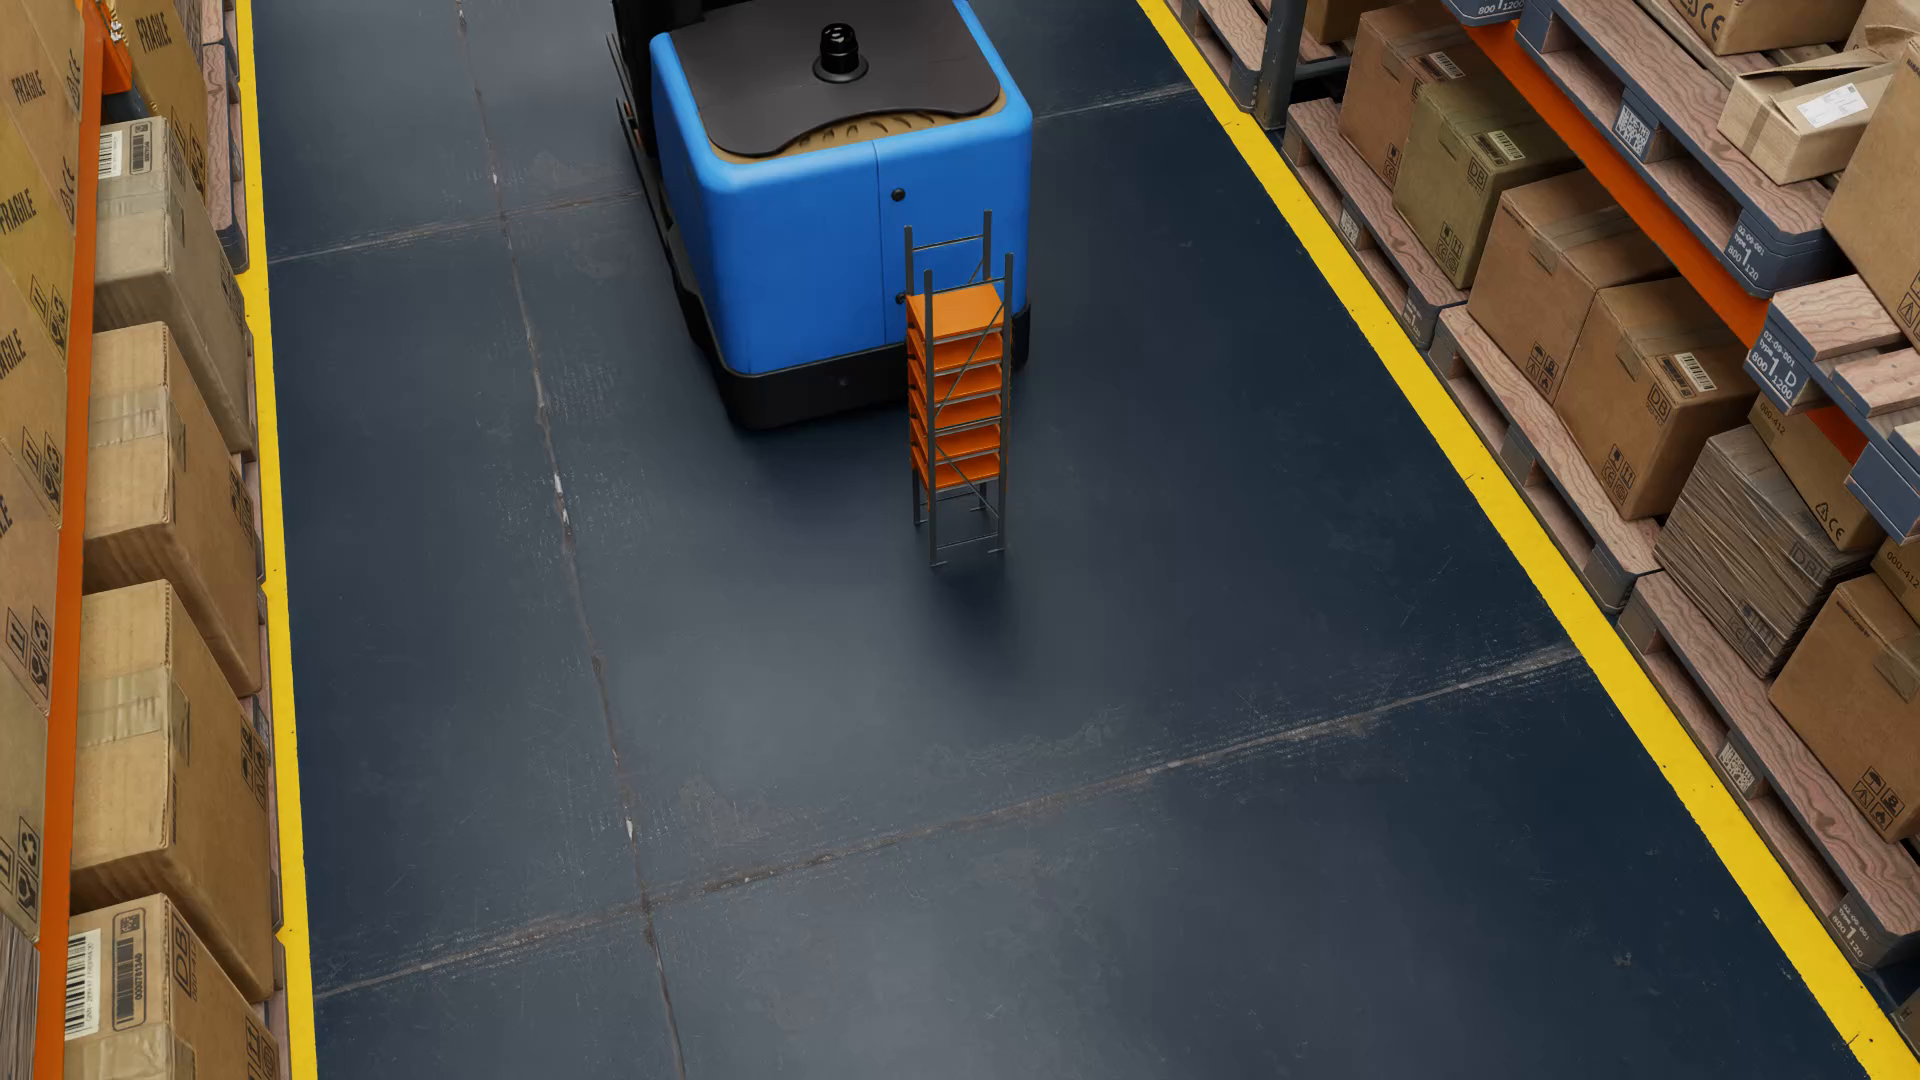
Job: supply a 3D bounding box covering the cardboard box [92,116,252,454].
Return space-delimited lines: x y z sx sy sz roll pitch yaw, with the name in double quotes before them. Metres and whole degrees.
"cardboard box" -2.826 -0.673 5.052 1.050 0.750 0.750 -14 51 -11

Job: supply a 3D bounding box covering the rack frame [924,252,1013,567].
"rack frame" 0.023 -0.330 4.744 0.240 1.200 0.006 -13 51 -11

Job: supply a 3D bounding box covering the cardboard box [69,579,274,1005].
"cardboard box" -2.269 0.712 3.884 1.050 0.750 0.750 -13 51 -10

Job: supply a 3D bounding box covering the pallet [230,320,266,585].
"pallet" -2.796 -0.251 5.323 1.003 0.211 1.213 -13 51 -11

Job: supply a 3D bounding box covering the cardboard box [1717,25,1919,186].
"cardboard box" 2.104 -1.071 4.004 0.396 0.266 0.258 -15 51 -12

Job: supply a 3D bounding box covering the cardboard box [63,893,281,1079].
"cardboard box" -2.007 1.350 3.347 1.050 0.750 0.750 -14 51 -11

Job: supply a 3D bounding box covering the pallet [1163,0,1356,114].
"pallet" 1.440 -2.327 7.074 1.003 0.211 1.213 -13 51 -11

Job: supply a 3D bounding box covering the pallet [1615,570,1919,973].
"pallet" 2.625 0.505 4.686 1.003 0.211 1.213 -13 51 -11

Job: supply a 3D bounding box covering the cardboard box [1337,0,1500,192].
"cardboard box" 1.833 -1.627 6.006 0.700 0.500 0.500 -17 52 -14

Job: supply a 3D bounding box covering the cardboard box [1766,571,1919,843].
"cardboard box" 2.638 0.357 4.334 0.700 0.500 0.500 -16 52 -13

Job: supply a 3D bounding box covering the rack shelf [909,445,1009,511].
"rack shelf" -0.004 -0.214 5.018 0.258 0.103 0.180 -13 51 -11

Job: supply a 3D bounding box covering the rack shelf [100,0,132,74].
"rack shelf" -3.687 -2.925 6.224 1.077 0.370 4.000 -13 51 -11

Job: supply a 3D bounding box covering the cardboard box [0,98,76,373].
"cardboard box" -2.387 -0.669 3.787 0.500 0.500 0.500 -13 51 -11

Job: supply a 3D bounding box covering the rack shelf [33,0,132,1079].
"rack shelf" -2.504 -0.003 3.762 1.077 0.370 4.000 -13 51 -11

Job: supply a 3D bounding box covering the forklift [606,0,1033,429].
"forklift" -0.709 -2.464 5.411 1.130 2.935 3.031 -14 51 -12

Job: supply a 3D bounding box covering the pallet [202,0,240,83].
"pallet" -3.611 -2.263 7.020 1.003 0.211 1.213 -13 51 -11

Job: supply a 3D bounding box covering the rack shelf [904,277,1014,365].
"rack shelf" -0.004 -0.601 4.559 0.258 0.103 0.180 -13 51 -11

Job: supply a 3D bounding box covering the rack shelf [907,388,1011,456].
"rack shelf" -0.004 -0.369 4.834 0.258 0.103 0.180 -13 51 -11

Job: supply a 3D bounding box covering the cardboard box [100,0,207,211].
"cardboard box" -3.215 -1.622 5.770 0.875 0.875 0.875 -13 51 -10

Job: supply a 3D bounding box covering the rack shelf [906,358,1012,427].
"rack shelf" -0.004 -0.446 4.742 0.258 0.103 0.180 -13 51 -11

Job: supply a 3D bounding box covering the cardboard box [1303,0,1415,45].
"cardboard box" 1.592 -2.375 6.650 0.500 0.500 0.500 -15 51 -12

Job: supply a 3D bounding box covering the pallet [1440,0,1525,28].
"pallet" 1.759 -2.091 5.176 1.003 0.211 1.213 -13 51 -11

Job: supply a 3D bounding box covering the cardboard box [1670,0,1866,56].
"cardboard box" 2.273 -1.667 4.351 0.797 0.503 0.637 -9 50 -7

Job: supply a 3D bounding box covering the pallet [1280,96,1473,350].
"pallet" 1.904 -1.277 6.188 1.003 0.211 1.213 -13 51 -11

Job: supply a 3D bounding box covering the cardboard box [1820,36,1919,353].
"cardboard box" 2.396 -0.760 3.589 0.700 0.500 0.500 -7 50 -6

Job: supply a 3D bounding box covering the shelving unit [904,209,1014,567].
"shelving unit" -0.004 -0.397 4.800 0.258 1.200 0.189 -13 51 -11

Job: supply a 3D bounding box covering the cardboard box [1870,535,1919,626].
"cardboard box" 2.628 0.117 4.046 0.500 0.250 0.500 -11 51 -9

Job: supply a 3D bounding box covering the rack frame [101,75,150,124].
"rack frame" -3.096 -1.696 4.718 1.000 3.000 0.127 -13 51 -11

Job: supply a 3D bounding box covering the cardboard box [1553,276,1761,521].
"cardboard box" 2.287 -0.458 5.021 0.700 0.500 0.500 -9 51 -8

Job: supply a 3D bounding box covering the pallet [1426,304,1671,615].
"pallet" 2.268 -0.384 5.436 1.003 0.211 1.213 -13 51 -11

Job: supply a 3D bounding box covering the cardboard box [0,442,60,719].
"cardboard box" -2.090 0.065 3.168 0.500 0.500 0.500 -13 51 -11

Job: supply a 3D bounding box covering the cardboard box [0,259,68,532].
"cardboard box" -2.235 -0.299 3.475 0.500 0.500 0.500 -14 51 -11

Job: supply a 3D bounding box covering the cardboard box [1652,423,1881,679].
"cardboard box" 2.461 -0.045 4.674 0.700 0.500 0.500 -17 52 -14

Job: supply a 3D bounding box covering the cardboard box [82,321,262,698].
"cardboard box" -2.545 0.032 4.458 1.050 0.750 0.750 -13 51 -11

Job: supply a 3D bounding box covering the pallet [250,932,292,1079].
"pallet" -2.074 1.531 3.821 1.003 0.211 1.213 -13 51 -11

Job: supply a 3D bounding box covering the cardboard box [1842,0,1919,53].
"cardboard box" 2.579 -1.185 4.111 0.500 0.250 0.500 -15 51 -12

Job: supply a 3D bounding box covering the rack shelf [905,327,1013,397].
"rack shelf" -0.004 -0.523 4.651 0.258 0.103 0.180 -13 51 -11

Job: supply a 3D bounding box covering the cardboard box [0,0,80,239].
"cardboard box" -2.537 -1.039 4.098 0.500 0.500 0.500 -14 51 -11

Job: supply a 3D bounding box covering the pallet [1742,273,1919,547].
"pallet" 2.542 -0.257 3.630 1.213 0.211 1.003 -13 51 -11

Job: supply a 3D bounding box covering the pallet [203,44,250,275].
"pallet" -3.246 -1.370 6.267 1.003 0.211 1.213 -13 51 -11

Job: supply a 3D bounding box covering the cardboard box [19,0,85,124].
"cardboard box" -2.686 -1.408 4.409 0.500 0.500 0.500 -14 51 -11

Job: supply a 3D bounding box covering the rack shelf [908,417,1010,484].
"rack shelf" -0.004 -0.291 4.926 0.258 0.103 0.180 -13 51 -11

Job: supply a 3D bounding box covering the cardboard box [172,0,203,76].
"cardboard box" -3.485 -2.279 6.325 0.875 0.875 0.875 -13 51 -11

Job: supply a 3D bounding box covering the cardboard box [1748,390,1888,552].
"cardboard box" 2.462 -0.268 4.371 0.500 0.250 0.500 -8 50 -7

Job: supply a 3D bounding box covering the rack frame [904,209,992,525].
"rack frame" -0.031 -0.464 4.857 0.240 1.200 0.006 -13 51 -11

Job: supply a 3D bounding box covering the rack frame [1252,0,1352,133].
"rack frame" 1.672 -2.744 5.601 1.000 3.000 0.127 -13 51 -11

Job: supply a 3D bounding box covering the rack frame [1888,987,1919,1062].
"rack frame" 2.855 0.178 3.138 1.000 3.000 0.127 -13 51 -11

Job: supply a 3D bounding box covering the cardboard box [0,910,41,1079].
"cardboard box" -1.788 0.804 2.545 0.500 0.500 0.500 -13 51 -11

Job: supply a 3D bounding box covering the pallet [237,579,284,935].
"pallet" -2.431 0.642 4.571 1.003 0.211 1.213 -13 51 -11

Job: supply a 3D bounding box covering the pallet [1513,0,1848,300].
"pallet" 2.230 -1.197 4.423 1.003 0.211 1.213 -13 51 -11

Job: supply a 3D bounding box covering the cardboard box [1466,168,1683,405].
"cardboard box" 2.122 -0.865 5.365 0.700 0.500 0.500 -17 52 -14

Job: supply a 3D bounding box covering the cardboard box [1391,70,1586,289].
"cardboard box" 1.956 -1.274 5.709 0.700 0.500 0.500 -14 51 -11

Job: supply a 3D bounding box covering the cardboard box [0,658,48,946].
"cardboard box" -1.941 0.434 2.857 0.500 0.500 0.500 -14 51 -11
